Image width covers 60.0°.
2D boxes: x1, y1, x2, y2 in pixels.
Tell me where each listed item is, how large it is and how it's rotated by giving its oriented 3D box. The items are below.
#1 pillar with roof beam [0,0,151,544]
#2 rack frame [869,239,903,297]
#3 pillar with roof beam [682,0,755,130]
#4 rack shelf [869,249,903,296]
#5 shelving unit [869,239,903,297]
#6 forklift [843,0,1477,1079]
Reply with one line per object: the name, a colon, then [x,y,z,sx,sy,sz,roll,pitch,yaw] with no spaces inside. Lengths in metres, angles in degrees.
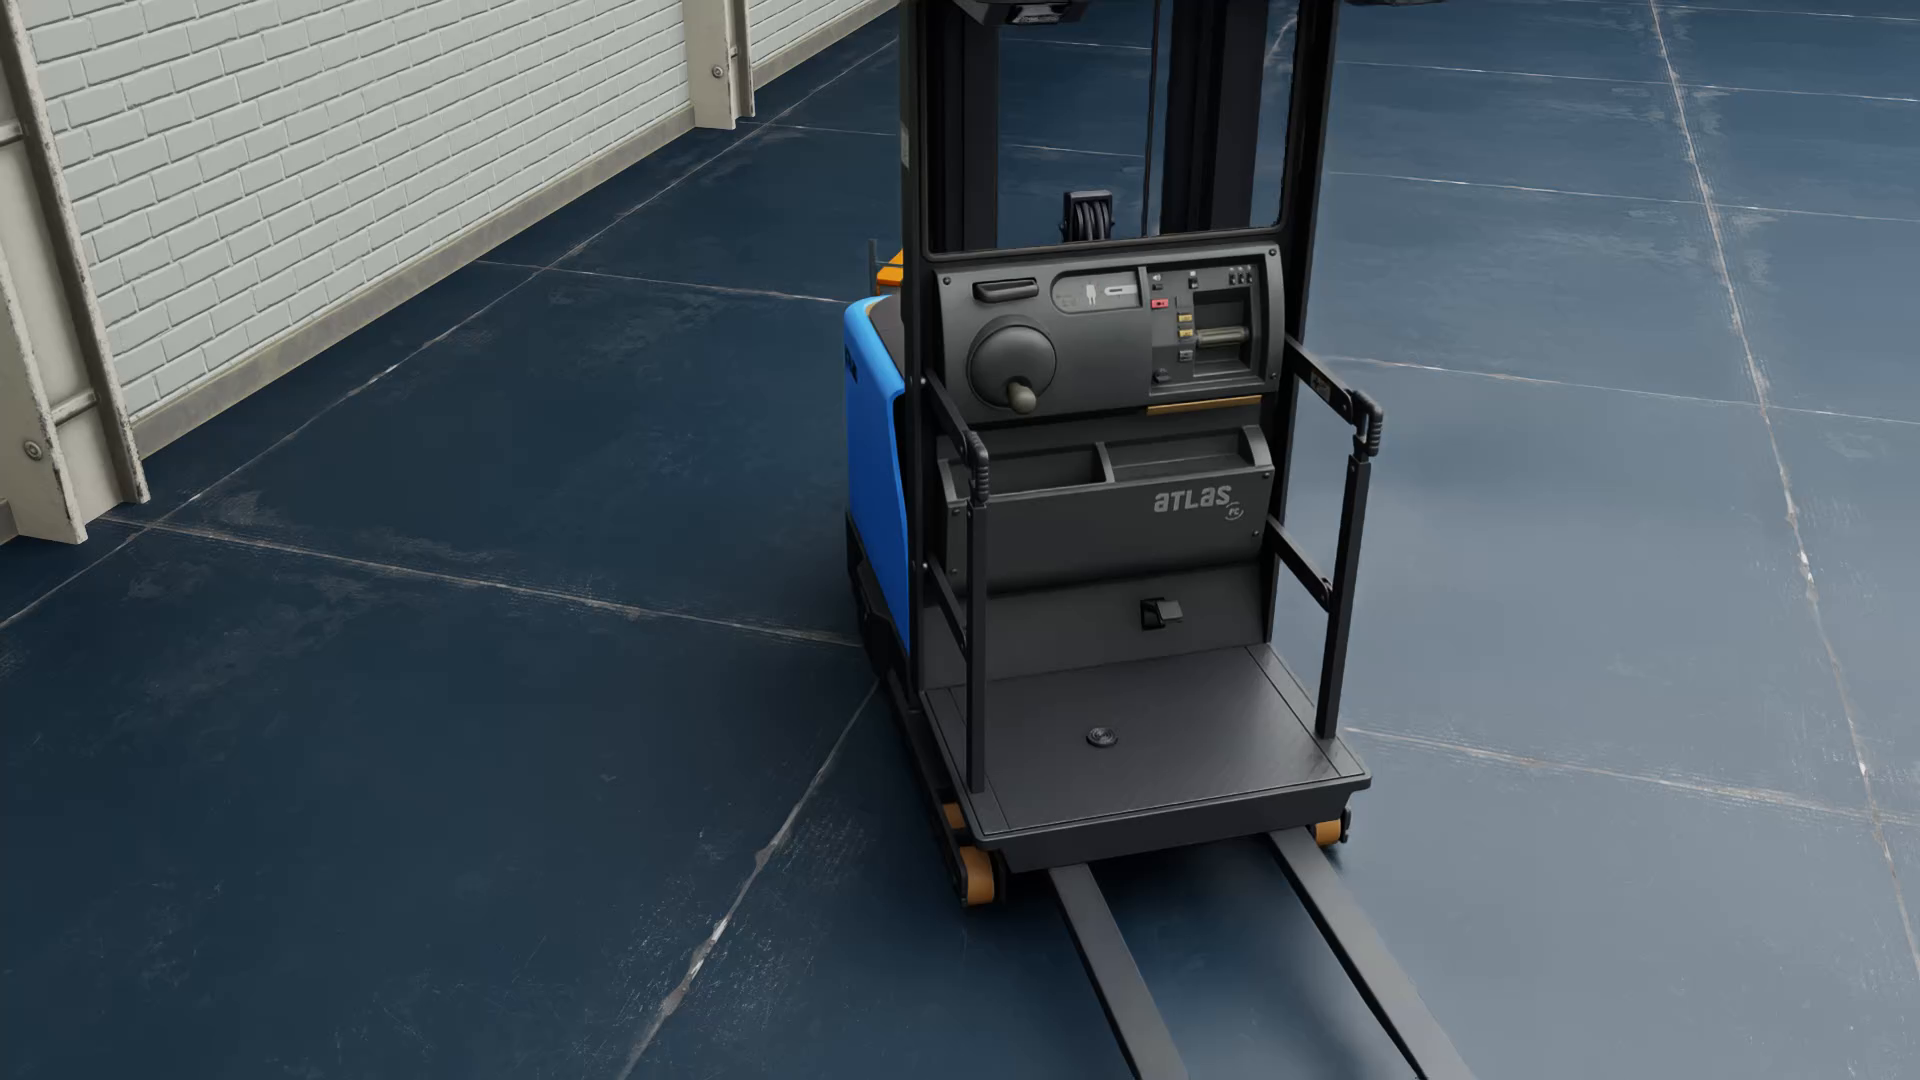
pillar with roof beam: [0.727,-3.415,3.132,9.100,9.000,0.400,8,30,15]
rack frame: [-0.191,-0.471,5.863,0.240,1.200,0.015,9,30,16]
pillar with roof beam: [2.489,-6.203,8.144,9.100,9.000,0.400,8,30,15]
rack shelf: [-0.116,-0.928,5.875,0.258,0.148,0.480,9,30,16]
shelving unit: [-0.116,-0.584,6.066,0.258,1.200,0.503,9,30,16]
forklift: [0.454,-0.503,4.138,1.130,2.935,3.031,-7,30,-12]
